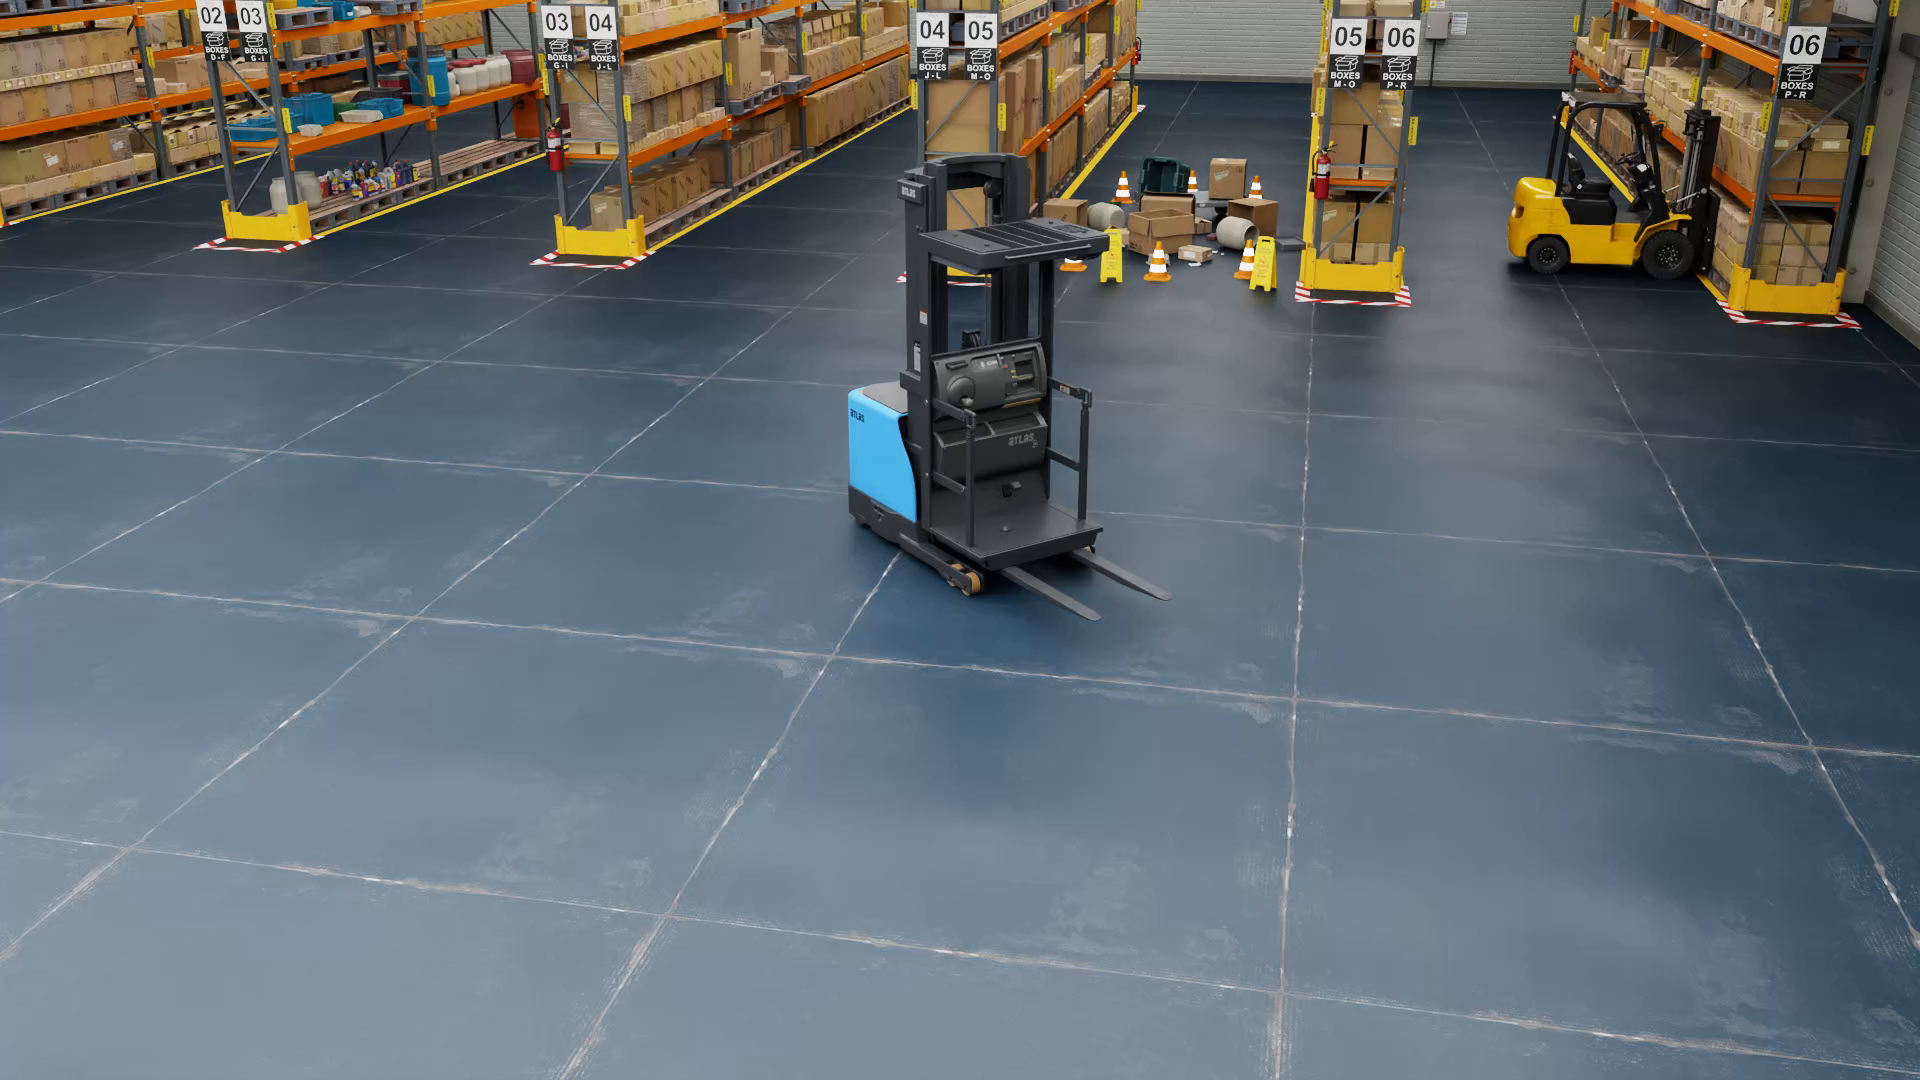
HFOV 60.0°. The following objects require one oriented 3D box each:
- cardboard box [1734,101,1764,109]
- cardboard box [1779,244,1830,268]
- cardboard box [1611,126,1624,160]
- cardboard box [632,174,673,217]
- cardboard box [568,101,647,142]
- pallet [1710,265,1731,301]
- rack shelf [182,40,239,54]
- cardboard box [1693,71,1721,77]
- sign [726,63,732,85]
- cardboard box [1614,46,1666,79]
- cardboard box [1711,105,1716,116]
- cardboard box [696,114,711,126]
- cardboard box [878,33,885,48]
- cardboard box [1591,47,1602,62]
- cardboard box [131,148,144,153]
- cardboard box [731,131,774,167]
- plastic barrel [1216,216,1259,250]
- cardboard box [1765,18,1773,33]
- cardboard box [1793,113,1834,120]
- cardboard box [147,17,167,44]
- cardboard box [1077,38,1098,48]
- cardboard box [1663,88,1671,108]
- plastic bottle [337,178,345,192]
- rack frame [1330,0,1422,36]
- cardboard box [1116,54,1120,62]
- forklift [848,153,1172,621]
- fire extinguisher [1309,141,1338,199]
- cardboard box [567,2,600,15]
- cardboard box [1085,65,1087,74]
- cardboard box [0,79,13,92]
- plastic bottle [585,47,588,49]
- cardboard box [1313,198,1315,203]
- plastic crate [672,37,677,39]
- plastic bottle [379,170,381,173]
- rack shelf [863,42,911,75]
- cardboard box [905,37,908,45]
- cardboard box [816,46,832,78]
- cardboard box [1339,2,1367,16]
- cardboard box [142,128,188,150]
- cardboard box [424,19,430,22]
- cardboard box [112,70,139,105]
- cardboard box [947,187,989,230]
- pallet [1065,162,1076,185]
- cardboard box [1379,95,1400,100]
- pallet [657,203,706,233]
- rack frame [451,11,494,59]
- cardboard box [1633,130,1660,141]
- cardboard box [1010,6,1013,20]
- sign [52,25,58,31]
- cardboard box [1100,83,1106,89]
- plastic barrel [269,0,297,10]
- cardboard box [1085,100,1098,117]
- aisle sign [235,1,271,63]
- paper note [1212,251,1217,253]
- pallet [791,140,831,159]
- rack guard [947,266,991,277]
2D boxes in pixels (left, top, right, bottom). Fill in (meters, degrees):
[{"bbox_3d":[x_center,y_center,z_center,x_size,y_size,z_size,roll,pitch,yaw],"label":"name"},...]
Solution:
[{"bbox_3d":[9.942,-5.405,20.858,0.380,0.149,0.250,5,22,11],"label":"cardboard box"},{"bbox_3d":[10.000,-3.427,19.798,0.500,0.250,0.500,5,22,12],"label":"cardboard box"},{"bbox_3d":[11.513,-6.817,28.550,0.500,0.500,0.500,4,22,9],"label":"cardboard box"},{"bbox_3d":[-4.483,-4.964,23.947,0.500,0.500,0.500,7,23,16],"label":"cardboard box"},{"bbox_3d":[-4.722,-5.636,22.300,0.875,0.500,0.500,4,22,11],"label":"cardboard box"},{"bbox_3d":[9.815,-3.110,20.292,1.003,0.211,1.213,4,22,11],"label":"pallet"},{"bbox_3d":[-16.552,-11.172,37.541,1.077,0.370,4.000,4,22,11],"label":"rack shelf"},{"bbox_3d":[11.408,-7.064,25.377,0.380,0.149,0.250,4,22,11],"label":"cardboard box"},{"bbox_3d":[-3.512,-7.078,25.255,0.100,0.325,0.005,4,22,11],"label":"sign"},{"bbox_3d":[11.565,-8.114,28.289,0.700,0.500,0.500,4,22,11],"label":"cardboard box"},{"bbox_3d":[9.994,-5.557,21.634,0.380,0.149,0.250,5,22,12],"label":"cardboard box"},{"bbox_3d":[-3.913,-6.220,24.620,0.380,0.149,0.250,4,22,11],"label":"cardboard box"},{"bbox_3d":[-1.854,-10.233,34.049,0.500,0.250,0.500,5,22,12],"label":"cardboard box"},{"bbox_3d":[12.216,-9.148,31.355,0.500,0.250,0.500,4,22,11],"label":"cardboard box"},{"bbox_3d":[-13.941,-6.565,28.258,0.500,0.250,0.500,4,22,10],"label":"cardboard box"},{"bbox_3d":[-3.556,-6.565,27.895,0.700,0.500,0.500,6,23,15],"label":"cardboard box"},{"bbox_3d":[3.780,-4.173,22.648,0.421,0.421,0.512,-16,27,-35],"label":"plastic barrel"},{"bbox_3d":[9.572,-5.962,19.268,0.380,0.149,0.250,4,22,9],"label":"cardboard box"},{"bbox_3d":[10.170,-4.992,19.833,0.380,0.149,0.250,5,22,11],"label":"cardboard box"},{"bbox_3d":[-16.902,-10.592,34.580,0.500,0.500,0.500,5,22,11],"label":"cardboard box"},{"bbox_3d":[2.316,-9.040,30.263,0.380,0.149,0.250,4,22,9],"label":"cardboard box"},{"bbox_3d":[10.696,-6.503,24.516,0.500,0.250,0.500,5,22,12],"label":"cardboard box"},{"bbox_3d":[-9.501,-5.450,25.527,0.097,0.201,0.097,0,22,0],"label":"plastic bottle"},{"bbox_3d":[4.840,-7.280,18.884,1.000,3.000,0.127,4,22,11],"label":"rack frame"},{"bbox_3d":[2.960,-9.576,32.952,0.380,0.149,0.250,5,22,12],"label":"cardboard box"},{"bbox_3d":[0.340,-1.164,11.820,1.130,2.935,3.031,-14,26,-30],"label":"forklift"},{"bbox_3d":[4.366,-4.455,20.002,0.296,0.674,0.183,4,22,11],"label":"fire extinguisher"},{"bbox_3d":[-4.942,-6.971,21.799,0.380,0.149,0.250,4,22,9],"label":"cardboard box"},{"bbox_3d":[2.005,-8.187,28.940,0.380,0.149,0.250,6,23,14],"label":"cardboard box"},{"bbox_3d":[-14.164,-6.671,24.401,0.380,0.149,0.250,5,22,11],"label":"cardboard box"},{"bbox_3d":[-7.307,-9.578,32.687,0.144,0.351,0.185,4,22,11],"label":"plastic bottle"},{"bbox_3d":[5.272,-5.032,23.448,0.500,0.500,0.500,6,23,13],"label":"cardboard box"},{"bbox_3d":[-6.434,-11.075,36.611,0.396,0.136,0.243,4,22,11],"label":"plastic crate"},{"bbox_3d":[-8.954,-5.590,25.765,0.061,0.283,0.133,4,22,11],"label":"plastic bottle"},{"bbox_3d":[-2.004,-10.039,34.728,1.077,0.370,4.000,4,22,11],"label":"rack shelf"},{"bbox_3d":[-1.347,-10.832,36.071,0.380,0.149,0.250,5,22,12],"label":"cardboard box"},{"bbox_3d":[-2.659,-8.758,30.451,0.500,0.500,0.500,4,22,10],"label":"cardboard box"},{"bbox_3d":[4.620,-6.288,19.705,0.380,0.149,0.250,5,22,11],"label":"cardboard box"},{"bbox_3d":[-13.414,-6.784,28.050,0.500,0.311,0.500,5,22,11],"label":"cardboard box"},{"bbox_3d":[-11.633,-11.248,35.294,0.500,0.500,0.500,4,22,9],"label":"cardboard box"},{"bbox_3d":[-13.826,-7.356,26.968,0.700,0.500,0.500,4,22,10],"label":"cardboard box"},{"bbox_3d":[0.047,-4.300,21.797,0.875,0.875,0.875,5,22,11],"label":"cardboard box"},{"bbox_3d":[1.372,-6.187,27.934,1.003,0.211,1.213,4,22,11],"label":"pallet"},{"bbox_3d":[5.711,-5.774,22.643,0.500,0.500,0.500,5,23,13],"label":"cardboard box"},{"bbox_3d":[-4.394,-4.726,24.306,1.003,0.211,1.213,4,22,11],"label":"pallet"},{"bbox_3d":[-11.294,-11.861,38.288,1.000,3.000,0.127,4,22,11],"label":"rack frame"},{"bbox_3d":[11.186,-6.582,27.097,0.380,0.149,0.250,3,22,8],"label":"cardboard box"},{"bbox_3d":[0.461,-6.639,20.949,0.380,0.149,0.250,5,22,11],"label":"cardboard box"},{"bbox_3d":[-17.243,-9.774,31.662,0.100,0.325,0.005,4,22,11],"label":"sign"},{"bbox_3d":[2.861,-9.562,35.038,0.380,0.149,0.250,5,22,12],"label":"cardboard box"},{"bbox_3d":[-9.602,-7.730,23.203,0.600,0.588,0.600,0,22,0],"label":"plastic barrel"},{"bbox_3d":[2.201,-7.746,29.851,0.500,0.250,0.500,5,22,11],"label":"cardboard box"},{"bbox_3d":[-9.438,-6.787,22.212,0.394,0.787,0.004,4,22,11],"label":"aisle sign"},{"bbox_3d":[3.405,-3.911,22.540,0.148,0.019,0.142,13,25,29],"label":"paper note"},{"bbox_3d":[-2.994,-7.167,30.368,1.003,0.211,1.213,4,22,11],"label":"pallet"},{"bbox_3d":[-0.031,-3.669,21.295,1.175,0.500,0.348,4,22,11],"label":"rack guard"}]
